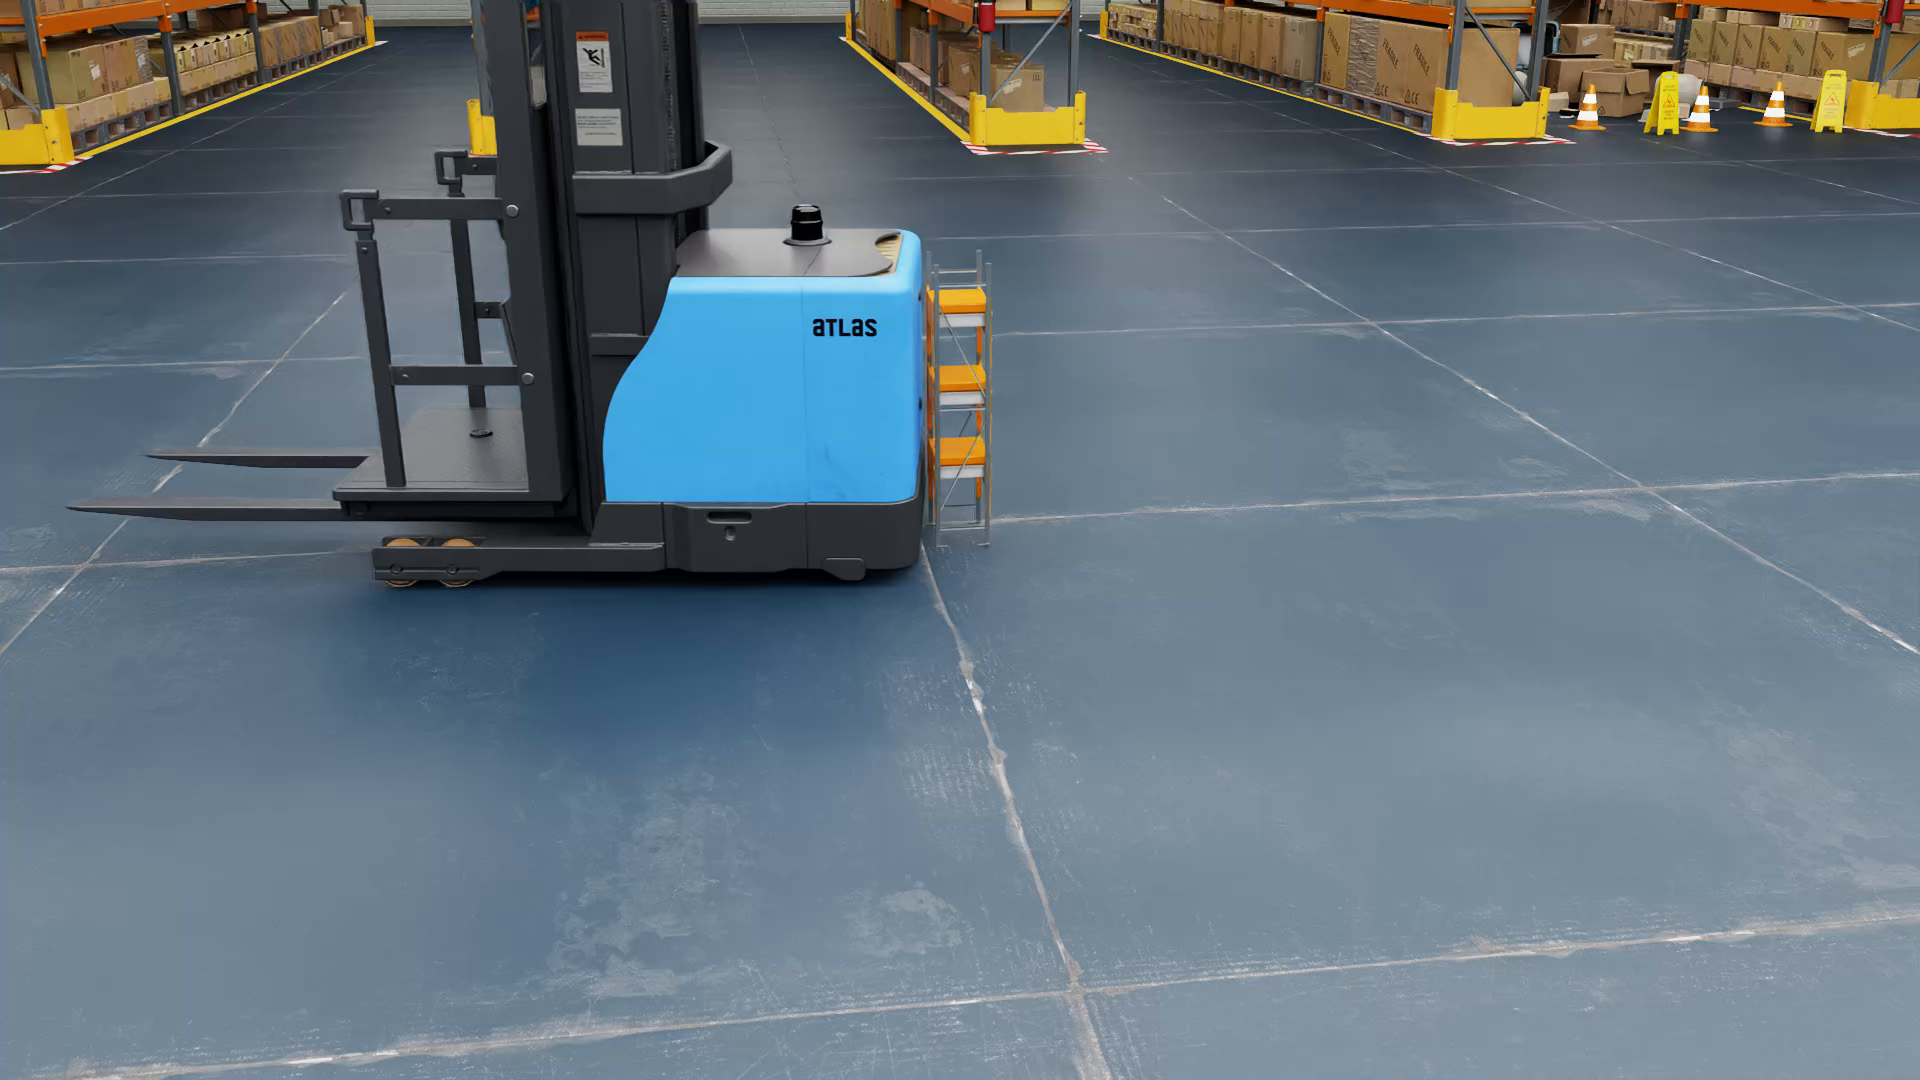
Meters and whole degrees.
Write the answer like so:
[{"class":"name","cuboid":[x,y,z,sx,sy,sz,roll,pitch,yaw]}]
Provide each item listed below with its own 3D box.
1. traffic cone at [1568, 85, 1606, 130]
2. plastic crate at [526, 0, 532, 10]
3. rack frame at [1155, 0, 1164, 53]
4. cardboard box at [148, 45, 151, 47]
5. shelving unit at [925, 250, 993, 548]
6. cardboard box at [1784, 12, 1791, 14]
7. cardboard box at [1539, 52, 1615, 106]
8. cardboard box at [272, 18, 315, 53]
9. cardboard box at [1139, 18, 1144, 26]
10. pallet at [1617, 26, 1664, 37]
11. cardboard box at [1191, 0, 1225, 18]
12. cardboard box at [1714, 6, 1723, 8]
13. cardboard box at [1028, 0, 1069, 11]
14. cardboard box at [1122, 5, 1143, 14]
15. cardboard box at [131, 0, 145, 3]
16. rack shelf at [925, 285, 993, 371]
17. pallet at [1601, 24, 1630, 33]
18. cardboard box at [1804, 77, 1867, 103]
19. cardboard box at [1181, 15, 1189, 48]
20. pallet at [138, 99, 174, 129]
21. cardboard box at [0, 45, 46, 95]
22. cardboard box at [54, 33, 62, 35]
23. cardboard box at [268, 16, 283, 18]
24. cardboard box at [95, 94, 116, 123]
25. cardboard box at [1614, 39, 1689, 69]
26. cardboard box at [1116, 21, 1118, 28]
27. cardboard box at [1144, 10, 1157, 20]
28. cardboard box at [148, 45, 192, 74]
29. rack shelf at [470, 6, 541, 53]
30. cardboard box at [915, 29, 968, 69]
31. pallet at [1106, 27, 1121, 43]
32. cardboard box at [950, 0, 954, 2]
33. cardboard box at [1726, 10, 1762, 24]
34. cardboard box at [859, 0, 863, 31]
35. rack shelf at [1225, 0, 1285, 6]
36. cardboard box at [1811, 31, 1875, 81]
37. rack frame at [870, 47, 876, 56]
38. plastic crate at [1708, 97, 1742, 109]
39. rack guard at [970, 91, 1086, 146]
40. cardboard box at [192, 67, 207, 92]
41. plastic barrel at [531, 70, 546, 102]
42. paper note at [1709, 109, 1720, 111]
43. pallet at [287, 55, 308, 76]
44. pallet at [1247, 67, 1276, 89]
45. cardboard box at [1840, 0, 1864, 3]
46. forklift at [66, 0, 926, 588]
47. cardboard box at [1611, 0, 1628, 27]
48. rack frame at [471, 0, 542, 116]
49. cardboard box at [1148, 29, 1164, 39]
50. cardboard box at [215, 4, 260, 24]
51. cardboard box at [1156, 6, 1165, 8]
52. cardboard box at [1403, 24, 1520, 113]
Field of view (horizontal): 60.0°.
[{"class":"traffic cone","cuboid":[6.958,-4.790,18.378,0.336,0.463,0.334,-3,21,-8]},{"class":"plastic crate","cuboid":[-4.650,-5.571,17.058,0.499,0.251,0.408,-3,21,-8]},{"class":"rack frame","cuboid":[3.900,-9.877,28.375,1.000,3.000,0.127,-3,21,-8]},{"class":"cardboard box","cuboid":[-10.096,-5.871,20.176,0.500,0.311,0.500,-2,21,-6]},{"class":"shelving unit","cuboid":[-0.006,-0.510,6.082,0.215,1.050,0.252,-3,21,-7]},{"class":"cardboard box","cuboid":[13.892,-8.796,27.526,0.380,0.149,0.250,-2,21,-6]},{"class":"cardboard box","cuboid":[7.612,-5.705,20.578,0.797,0.637,0.503,-3,21,-8]},{"class":"cardboard box","cuboid":[-10.408,-7.871,25.946,0.500,0.500,0.500,-3,21,-8]},{"class":"cardboard box","cuboid":[3.437,-9.335,29.971,0.380,0.149,0.250,-2,21,-6]},{"class":"pallet","cuboid":[13.418,-9.768,32.069,1.003,0.211,1.213,-3,21,-8]},{"class":"cardboard box","cuboid":[3.977,-8.444,26.438,0.500,0.250,0.500,-2,21,-6]},{"class":"cardboard box","cuboid":[13.600,-9.514,29.446,0.380,0.149,0.250,-3,21,-9]},{"class":"cardboard box","cuboid":[0.902,-5.500,17.015,0.380,0.149,0.250,-3,21,-8]},{"class":"cardboard box","cuboid":[3.249,-9.939,31.163,0.380,0.149,0.250,-4,21,-10]},{"class":"cardboard box","cuboid":[-9.603,-6.287,18.620,0.700,0.500,0.500,-3,21,-9]},{"class":"rack shelf","cuboid":[-0.006,-0.766,5.986,0.215,0.259,0.240,-3,21,-7]},{"class":"pallet","cuboid":[13.245,-10.190,33.197,1.003,0.211,1.213,-3,21,-8]},{"class":"cardboard box","cuboid":[10.127,-5.190,19.156,0.500,0.250,0.500,-3,21,-8]},{"class":"cardboard box","cuboid":[3.911,-8.270,27.044,0.500,0.500,0.500,-3,21,-7]},{"class":"pallet","cuboid":[-9.600,-4.810,18.793,1.003,0.211,1.213,-3,21,-8]},{"class":"cardboard box","cuboid":[-9.627,-4.785,16.999,0.500,0.500,0.500,-3,21,-8]},{"class":"cardboard box","cuboid":[-16.032,-8.913,28.765,0.700,0.500,0.500,-3,21,-8]},{"class":"cardboard box","cuboid":[-10.998,-8.019,26.343,0.500,0.500,0.500,-4,21,-10]},{"class":"cardboard box","cuboid":[-9.101,-4.461,17.201,0.500,0.250,0.500,-3,21,-8]},{"class":"cardboard box","cuboid":[9.752,-6.788,23.259,0.950,0.372,0.625,-2,21,-4]},{"class":"cardboard box","cuboid":[3.201,-9.839,31.747,0.380,0.149,0.250,-3,21,-8]},{"class":"cardboard box","cuboid":[3.472,-9.300,29.452,0.380,0.149,0.250,-3,21,-8]},{"class":"cardboard box","cuboid":[-9.486,-5.721,19.774,0.500,0.311,0.500,-3,21,-8]},{"class":"rack shelf","cuboid":[-4.483,-5.613,17.985,1.077,0.370,4.000,-3,21,-8]},{"class":"cardboard box","cuboid":[-0.237,-6.890,23.320,0.700,0.500,0.500,-5,21,-12]},{"class":"pallet","cuboid":[3.416,-9.647,31.742,1.003,0.211,1.213,-3,21,-8]},{"class":"cardboard box","cuboid":[0.093,-6.166,18.798,0.380,0.149,0.250,-3,21,-8]},{"class":"cardboard box","cuboid":[9.789,-6.514,20.700,0.380,0.149,0.250,-2,21,-6]},{"class":"cardboard box","cuboid":[-1.428,-10.031,31.222,0.875,0.875,0.875,-3,21,-8]},{"class":"rack shelf","cuboid":[4.188,-8.848,26.646,1.077,0.370,4.000,-3,21,-8]},{"class":"cardboard box","cuboid":[10.140,-5.531,18.997,0.500,0.500,0.500,-3,21,-7]},{"class":"rack frame","cuboid":[-1.023,-9.662,27.799,1.000,3.000,0.127,-3,21,-8]},{"class":"plastic crate","cuboid":[9.352,-5.439,20.665,0.402,0.080,0.583,-11,23,-26]},{"class":"rack guard","cuboid":[0.696,-4.363,17.182,1.175,0.500,0.348,-3,21,-8]},{"class":"cardboard box","cuboid":[-9.558,-5.632,20.337,0.500,0.250,0.500,-2,21,-6]},{"class":"plastic barrel","cuboid":[-4.365,-4.513,16.967,0.421,0.512,0.421,0,20,0]},{"class":"paper note","cuboid":[9.115,-5.221,20.150,0.142,0.019,0.148,-11,23,-26]},{"class":"pallet","cuboid":[-10.492,-7.154,25.070,1.003,0.211,1.213,-3,21,-8]},{"class":"pallet","cuboid":[4.688,-6.488,23.285,1.003,0.211,1.213,-3,21,-8]},{"class":"cardboard box","cuboid":[10.102,-6.090,18.594,0.380,0.149,0.250,-3,21,-8]},{"class":"forklift","cuboid":[-1.655,-1.392,5.755,3.031,2.935,1.130,0,20,1]},{"class":"cardboard box","cuboid":[13.198,-10.310,32.505,0.700,0.500,0.500,-2,21,-6]},{"class":"rack frame","cuboid":[-4.194,-5.257,16.006,1.000,3.000,0.127,-3,21,-8]},{"class":"cardboard box","cuboid":[3.506,-8.857,29.117,0.380,0.149,0.250,-3,21,-7]},{"class":"cardboard box","cuboid":[-10.781,-7.850,24.820,0.500,0.250,0.500,-3,21,-9]},{"class":"cardboard box","cuboid":[3.790,-9.779,30.734,0.380,0.149,0.250,-4,21,-10]},{"class":"cardboard box","cuboid":[5.467,-5.155,18.168,0.875,0.875,0.875,-3,21,-7]}]
